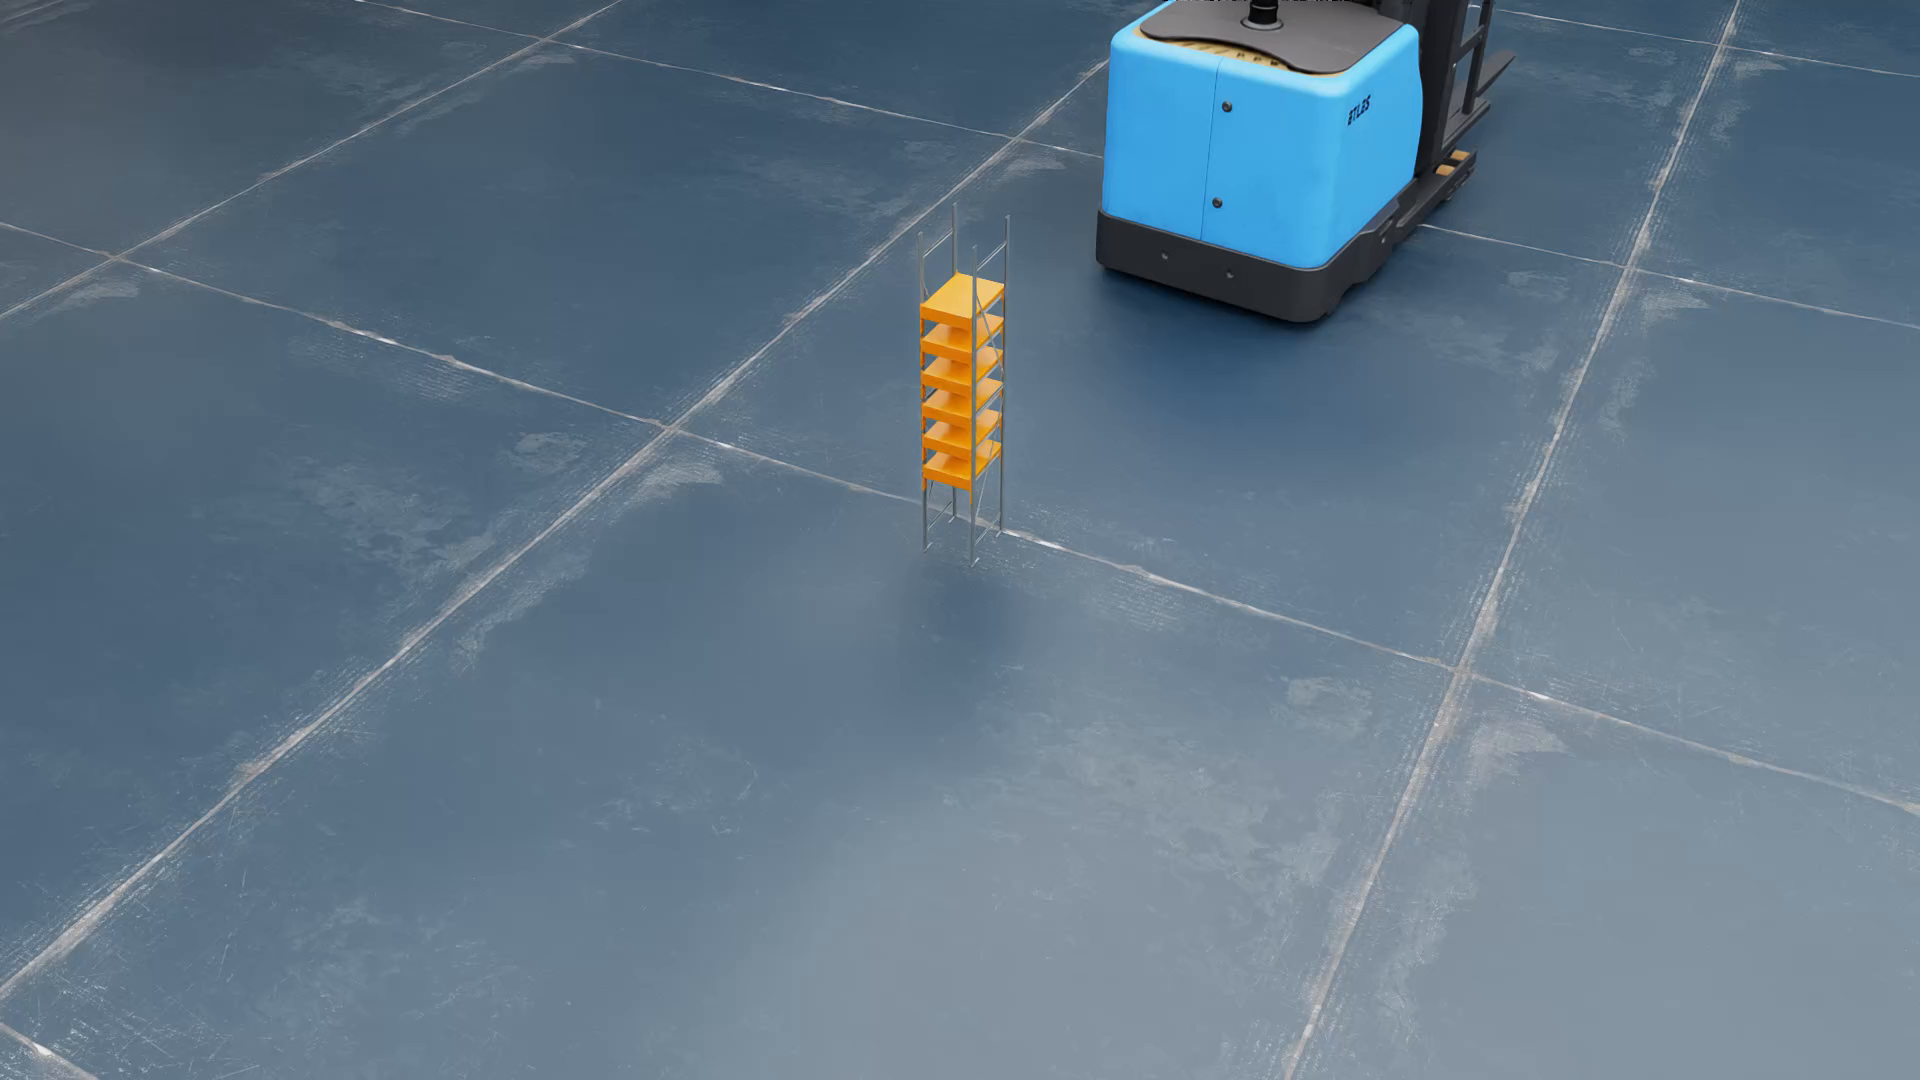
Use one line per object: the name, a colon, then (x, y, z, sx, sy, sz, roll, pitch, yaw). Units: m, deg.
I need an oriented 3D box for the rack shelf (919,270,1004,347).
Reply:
rack shelf: (0.013, -0.725, 5.191, 0.180, 0.103, 0.258, 17, 41, 21)

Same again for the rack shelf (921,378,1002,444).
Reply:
rack shelf: (0.013, -0.438, 5.409, 0.180, 0.103, 0.258, 17, 41, 21)

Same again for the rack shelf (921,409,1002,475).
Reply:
rack shelf: (0.013, -0.343, 5.481, 0.180, 0.103, 0.258, 17, 41, 21)

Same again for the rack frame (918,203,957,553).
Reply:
rack frame: (-0.068, -0.499, 5.415, 0.006, 1.200, 0.240, 17, 41, 21)

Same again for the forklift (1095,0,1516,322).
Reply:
forklift: (1.819, -2.914, 7.165, 1.130, 2.935, 3.031, 22, 42, 26)

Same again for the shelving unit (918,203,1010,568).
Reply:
shelving unit: (0.013, -0.474, 5.382, 0.189, 1.200, 0.258, 17, 41, 21)

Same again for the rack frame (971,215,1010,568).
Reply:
rack frame: (0.094, -0.448, 5.348, 0.006, 1.200, 0.240, 17, 41, 21)

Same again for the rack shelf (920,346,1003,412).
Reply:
rack shelf: (0.013, -0.534, 5.336, 0.180, 0.103, 0.258, 17, 41, 21)

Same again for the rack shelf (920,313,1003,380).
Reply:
rack shelf: (0.013, -0.630, 5.264, 0.180, 0.103, 0.258, 17, 41, 21)

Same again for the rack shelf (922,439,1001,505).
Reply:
rack shelf: (0.013, -0.247, 5.554, 0.180, 0.103, 0.258, 17, 41, 21)
